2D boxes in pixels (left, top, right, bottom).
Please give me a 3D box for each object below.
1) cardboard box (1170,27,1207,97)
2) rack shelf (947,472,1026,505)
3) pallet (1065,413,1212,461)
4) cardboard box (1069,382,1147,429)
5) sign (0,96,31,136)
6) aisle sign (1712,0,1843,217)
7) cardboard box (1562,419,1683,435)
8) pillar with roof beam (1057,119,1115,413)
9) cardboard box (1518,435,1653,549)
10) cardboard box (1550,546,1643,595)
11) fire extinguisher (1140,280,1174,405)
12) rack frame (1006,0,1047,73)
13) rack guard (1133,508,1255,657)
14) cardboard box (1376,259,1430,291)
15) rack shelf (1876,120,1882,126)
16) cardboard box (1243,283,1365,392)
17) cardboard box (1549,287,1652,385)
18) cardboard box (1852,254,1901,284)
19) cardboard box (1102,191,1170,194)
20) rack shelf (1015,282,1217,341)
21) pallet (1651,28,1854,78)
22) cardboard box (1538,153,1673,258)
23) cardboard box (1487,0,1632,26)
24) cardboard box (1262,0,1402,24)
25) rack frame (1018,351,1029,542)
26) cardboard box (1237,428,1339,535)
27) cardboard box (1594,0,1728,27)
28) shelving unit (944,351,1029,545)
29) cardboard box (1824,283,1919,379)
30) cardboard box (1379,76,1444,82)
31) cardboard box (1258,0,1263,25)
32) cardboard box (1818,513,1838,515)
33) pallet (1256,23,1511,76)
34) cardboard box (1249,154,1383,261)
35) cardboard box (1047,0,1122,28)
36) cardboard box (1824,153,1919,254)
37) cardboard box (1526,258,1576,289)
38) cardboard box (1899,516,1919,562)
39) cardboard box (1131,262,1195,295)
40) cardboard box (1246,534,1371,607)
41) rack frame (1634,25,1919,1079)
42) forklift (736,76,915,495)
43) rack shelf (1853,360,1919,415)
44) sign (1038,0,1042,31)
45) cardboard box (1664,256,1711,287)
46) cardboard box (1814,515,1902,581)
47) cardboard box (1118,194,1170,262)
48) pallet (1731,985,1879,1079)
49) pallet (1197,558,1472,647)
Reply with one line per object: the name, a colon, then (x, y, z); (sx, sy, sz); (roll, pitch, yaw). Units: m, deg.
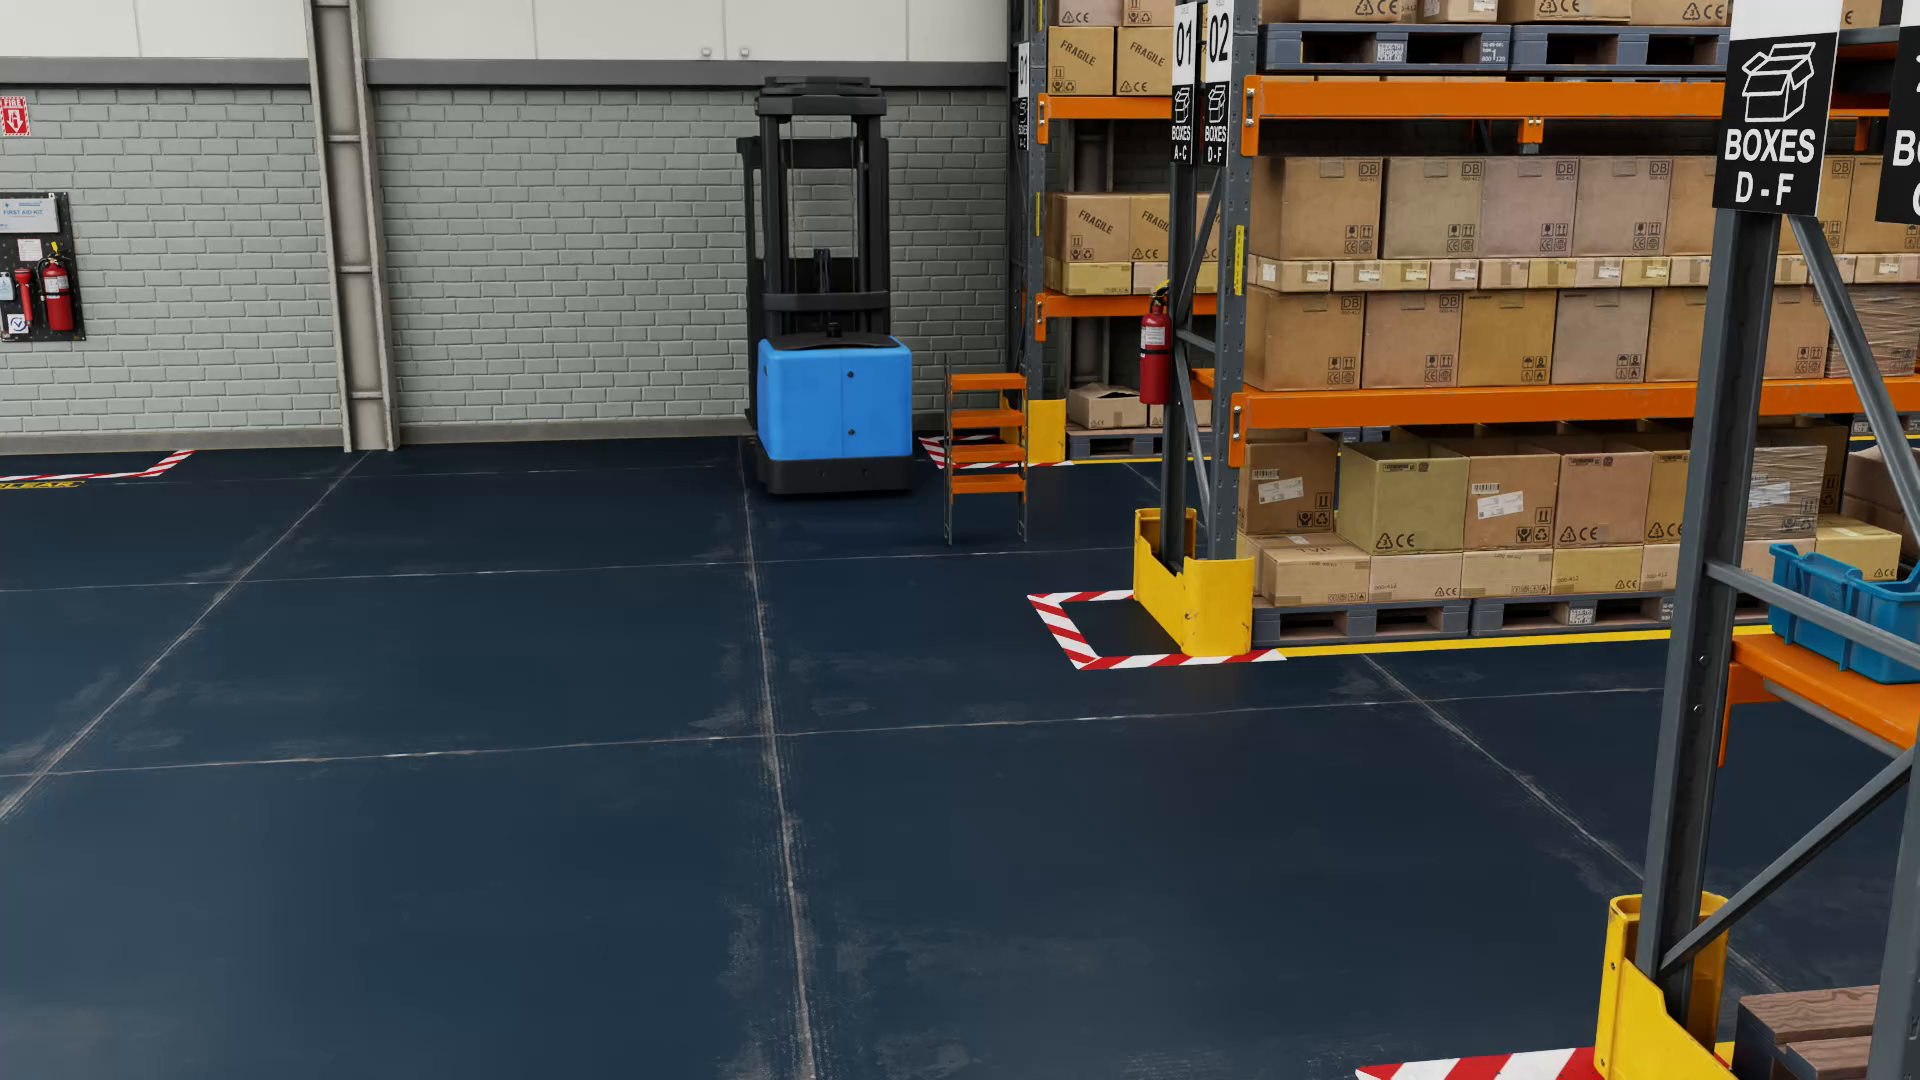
cardboard box: (1.929, -3.697, 12.884); (0.500, 0.500, 0.500); (-1, 14, -6)
rack shelf: (0.164, -0.330, 10.664); (0.480, 0.148, 0.258); (-2, 14, -8)
pallet: (1.396, -0.872, 13.767); (1.213, 0.211, 1.003); (-2, 14, -8)
cardboard box: (1.209, -1.114, 13.620); (0.500, 0.311, 0.500); (-4, 15, -15)
sign: (-7.330, -3.285, 12.889); (0.199, 0.298, 0.001); (-2, 14, -8)
aisle sign: (1.872, -1.148, 3.789); (0.004, 0.787, 0.394); (-2, 14, -8)
cardboard box: (3.715, -0.411, 9.441); (0.500, 0.500, 0.500); (-2, 14, -8)
pillar with roof beam: (1.716, -4.309, 9.405); (0.400, 9.000, 9.100); (-2, 14, -8)
cardboard box: (3.301, -0.263, 8.853); (0.500, 0.500, 0.500); (-2, 14, -8)
cardboard box: (3.300, 0.100, 8.945); (0.500, 0.250, 0.500); (-2, 14, -8)
fire extinguisher: (1.067, -1.080, 9.020); (0.183, 0.674, 0.296); (-2, 14, -8)
rack frame: (0.512, -5.111, 12.603); (0.127, 3.000, 1.000); (-2, 14, -8)
rack guard: (1.230, 0.203, 8.883); (0.348, 0.500, 1.175); (-2, 14, -8)
cardboard box: (2.181, -1.354, 8.417); (0.250, 0.149, 0.380); (-2, 14, -8)
rack shelf: (7.187, -2.333, 9.172); (4.000, 0.370, 1.077); (-2, 14, -8)
cardboard box: (1.717, -1.072, 8.625); (0.500, 0.500, 0.700); (-2, 14, -8)
cardboard box: (3.247, -1.129, 8.851); (0.500, 0.500, 0.700); (-2, 14, -7)
cardboard box: (4.727, -1.448, 8.790); (0.250, 0.149, 0.380); (-2, 14, -9)
cardboard box: (1.445, -2.586, 13.593); (0.500, 0.500, 0.500); (-2, 14, -8)
rack shelf: (2.489, -1.925, 13.709); (4.000, 0.370, 1.077); (-2, 14, -8)
pallet: (4.369, -2.530, 8.658); (1.213, 0.211, 1.003); (-2, 14, -8)
cardboard box: (3.282, -1.760, 8.702); (0.500, 0.500, 0.700); (-2, 14, -8)
cardboard box: (2.936, -2.779, 8.115); (0.500, 0.500, 0.500); (-2, 14, -8)
cardboard box: (1.822, -2.806, 8.216); (0.637, 0.503, 0.797); (-1, 14, -4)
rack frame: (0.405, -0.597, 10.635); (0.015, 1.200, 0.240); (-2, 14, -8)
cardboard box: (1.739, -0.335, 9.137); (0.500, 0.500, 0.500); (-2, 14, -8)
cardboard box: (3.562, -2.902, 8.598); (0.637, 0.503, 0.797); (-1, 14, -2)
shelving unit: (0.164, -0.588, 10.600); (0.503, 1.200, 0.258); (-2, 14, -8)
cardboard box: (4.771, -1.186, 9.078); (0.500, 0.500, 0.700); (-2, 14, -10)
cardboard box: (3.503, -3.766, 13.161); (0.500, 0.500, 0.500); (-3, 14, -13)
cardboard box: (2.426, -4.329, 13.350); (0.500, 0.500, 0.500); (-2, 14, -8)
cardboard box: (4.705, -0.081, 9.667); (0.500, 0.250, 0.500); (-2, 14, -8)
pallet: (1.956, -2.441, 8.305); (1.213, 0.211, 1.003); (-2, 14, -8)
cardboard box: (1.769, -1.703, 8.475); (0.500, 0.500, 0.700); (-2, 14, -8)
cardboard box: (0.929, -4.155, 12.655); (0.500, 0.500, 0.500); (-3, 14, -12)
cardboard box: (4.771, -1.815, 8.920); (0.500, 0.500, 0.700); (-2, 14, -8)
cardboard box: (2.947, -1.383, 8.529); (0.250, 0.149, 0.380); (-2, 14, -9)
cardboard box: (5.645, 0.020, 9.264); (0.500, 0.250, 0.500); (-2, 14, -10)
cardboard box: (1.553, -2.102, 13.203); (0.500, 0.250, 0.500); (-3, 14, -10)
cardboard box: (1.817, 0.154, 8.730); (0.500, 0.250, 0.500); (-2, 14, -8)
rack frame: (1.988, 0.182, 3.831); (0.127, 3.000, 1.000); (-2, 14, -8)
forklift: (-1.124, -2.054, 12.888); (1.130, 2.935, 3.031); (-3, 14, -11)
rack shelf: (7.187, -0.878, 9.537); (4.000, 0.370, 1.077); (-2, 14, -8)
sign: (0.593, -3.950, 12.341); (0.005, 0.325, 0.100); (-2, 14, -8)
cardboard box: (3.716, -1.411, 8.642); (0.250, 0.149, 0.380); (-2, 14, -7)
cardboard box: (4.783, 0.045, 9.167); (0.500, 0.250, 0.500); (-2, 14, -8)
cardboard box: (1.519, -2.462, 13.100); (0.500, 0.500, 0.500); (-2, 14, -8)
pallet: (2.860, 1.492, 4.338); (1.213, 0.211, 1.003); (-2, 14, -8)
pallet: (2.003, 0.305, 9.072); (1.213, 0.211, 1.003); (-2, 14, -8)
